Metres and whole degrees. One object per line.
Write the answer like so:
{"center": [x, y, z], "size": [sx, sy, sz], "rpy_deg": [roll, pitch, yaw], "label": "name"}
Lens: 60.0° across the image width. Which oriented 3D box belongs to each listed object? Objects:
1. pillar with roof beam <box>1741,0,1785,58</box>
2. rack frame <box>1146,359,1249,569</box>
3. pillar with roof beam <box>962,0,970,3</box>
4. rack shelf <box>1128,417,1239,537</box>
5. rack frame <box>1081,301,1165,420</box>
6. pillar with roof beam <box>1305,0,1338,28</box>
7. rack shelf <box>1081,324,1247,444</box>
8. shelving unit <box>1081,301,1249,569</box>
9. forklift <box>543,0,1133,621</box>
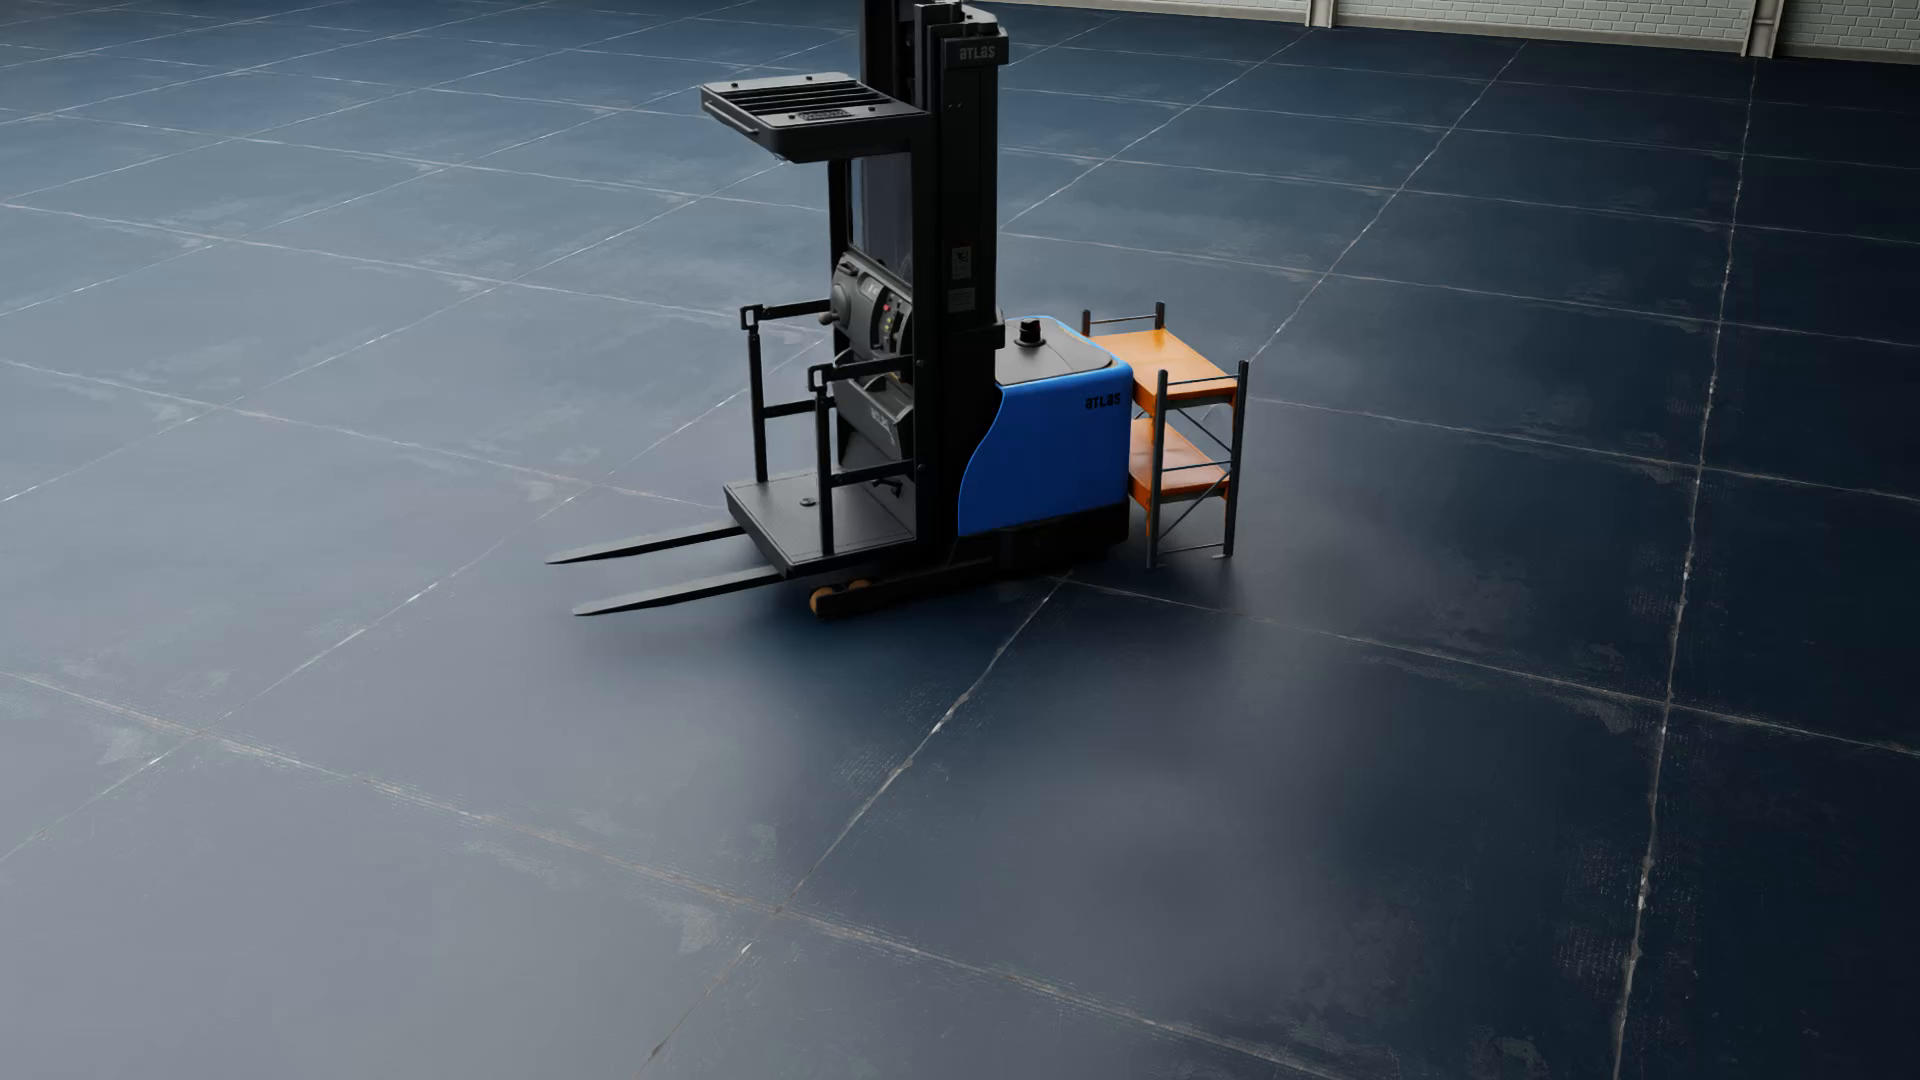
{"center": [9.079, -8.913, 17.166], "size": [0.400, 9.000, 9.100], "rpy_deg": [11, 28, 22], "label": "pillar with roof beam"}
{"center": [1.247, -0.388, 8.762], "size": [0.500, 1.125, 0.032], "rpy_deg": [-8, 27, -17], "label": "rack frame"}
{"center": [-1.844, -11.107, 21.622], "size": [0.400, 9.000, 9.100], "rpy_deg": [11, 28, 22], "label": "pillar with roof beam"}
{"center": [1.083, -0.381, 9.302], "size": [0.538, 0.278, 1.000], "rpy_deg": [-8, 27, -17], "label": "rack shelf"}
{"center": [0.920, -0.813, 9.626], "size": [0.500, 1.125, 0.032], "rpy_deg": [-8, 27, -17], "label": "rack frame"}
{"center": [3.618, -10.010, 19.394], "size": [0.400, 9.000, 9.100], "rpy_deg": [11, 28, 22], "label": "pillar with roof beam"}
{"center": [1.085, -0.864, 9.065], "size": [0.538, 0.278, 1.000], "rpy_deg": [-8, 27, -17], "label": "rack shelf"}
{"center": [1.083, -0.601, 9.194], "size": [0.538, 1.125, 1.048], "rpy_deg": [-8, 27, -17], "label": "shelving unit"}
{"center": [-0.634, -1.173, 8.313], "size": [3.031, 2.935, 1.130], "rpy_deg": [-12, 29, -23], "label": "forklift"}
